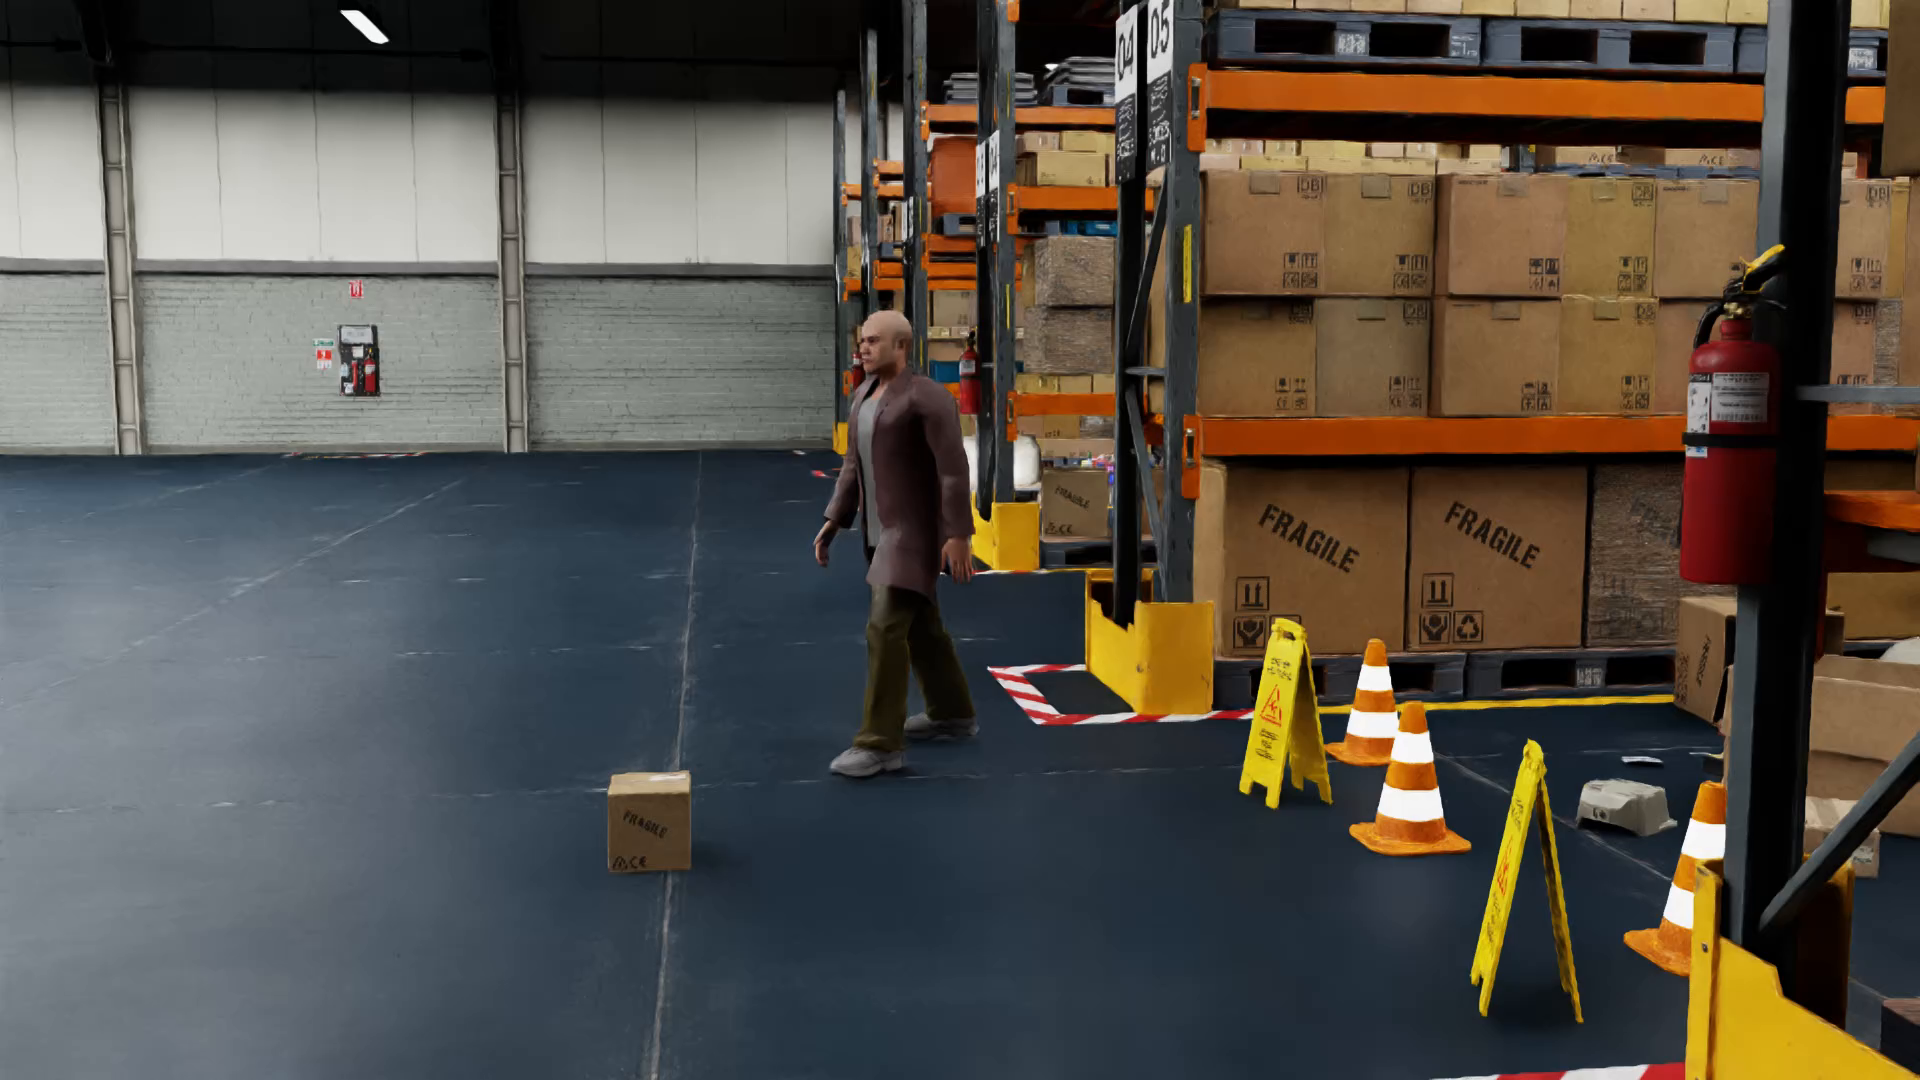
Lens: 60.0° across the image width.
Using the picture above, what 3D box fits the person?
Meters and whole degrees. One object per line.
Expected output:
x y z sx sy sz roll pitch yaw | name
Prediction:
-0.235 0.081 6.476 0.854 1.549 0.675 -4 7 -32 | person
